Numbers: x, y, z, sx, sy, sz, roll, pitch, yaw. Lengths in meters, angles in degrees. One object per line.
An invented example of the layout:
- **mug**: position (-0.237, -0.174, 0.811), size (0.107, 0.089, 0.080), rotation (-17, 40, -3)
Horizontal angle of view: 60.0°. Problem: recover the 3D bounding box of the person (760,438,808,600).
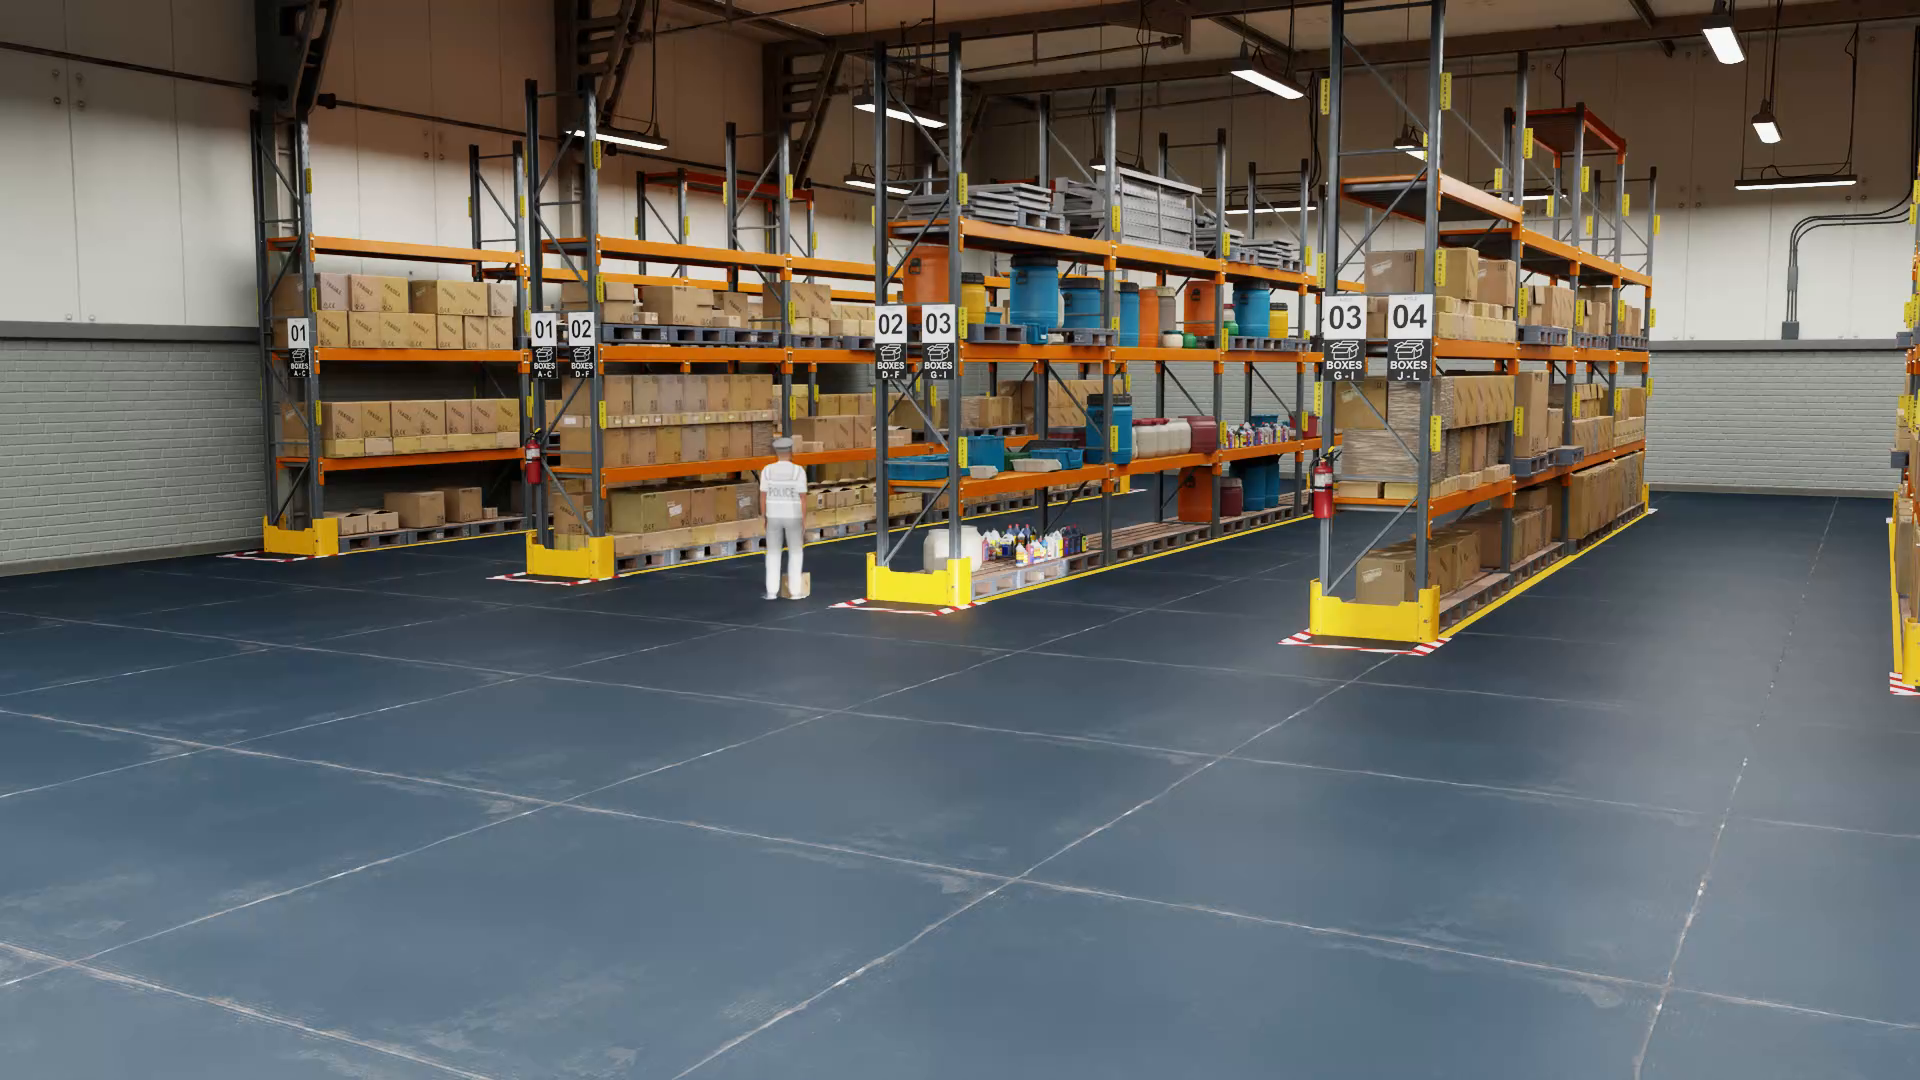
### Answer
- **person**: position (-1.920, -0.223, 18.230), size (0.534, 1.786, 0.393), rotation (1, 6, 8)
